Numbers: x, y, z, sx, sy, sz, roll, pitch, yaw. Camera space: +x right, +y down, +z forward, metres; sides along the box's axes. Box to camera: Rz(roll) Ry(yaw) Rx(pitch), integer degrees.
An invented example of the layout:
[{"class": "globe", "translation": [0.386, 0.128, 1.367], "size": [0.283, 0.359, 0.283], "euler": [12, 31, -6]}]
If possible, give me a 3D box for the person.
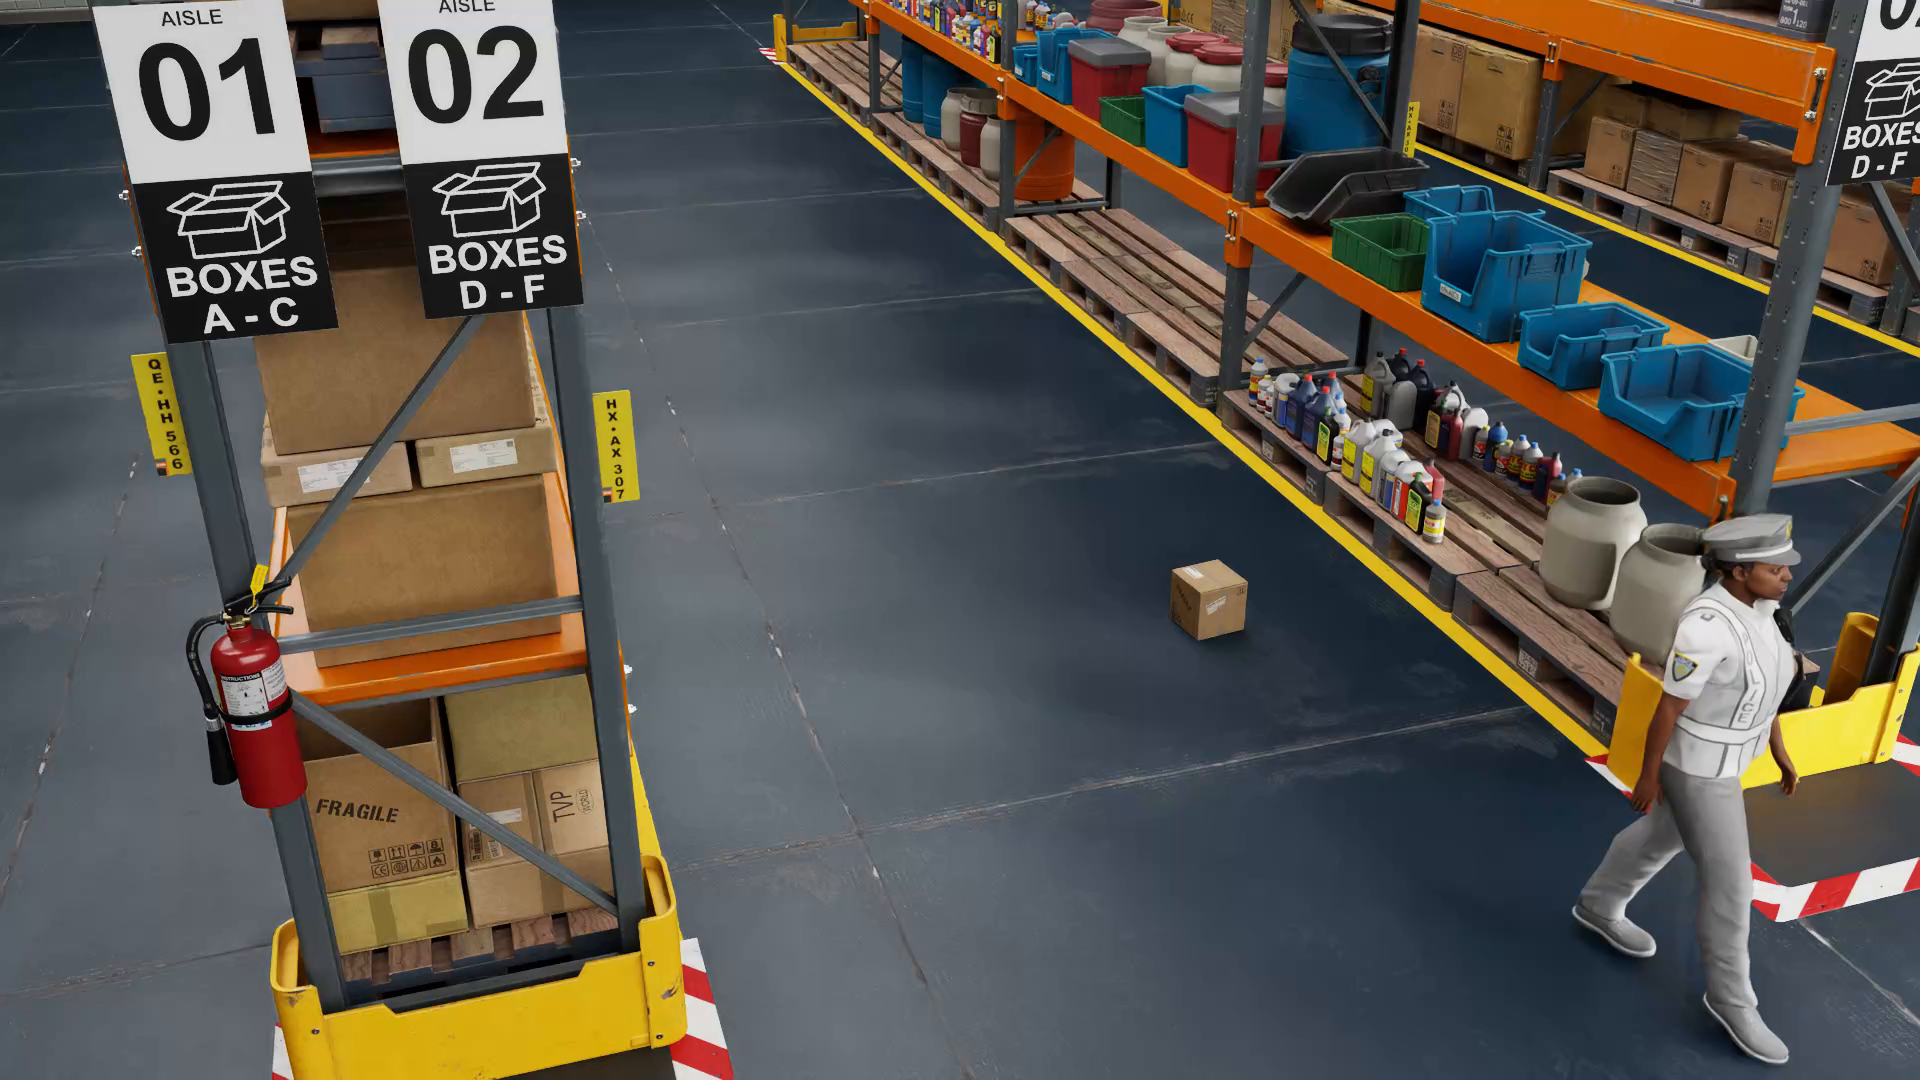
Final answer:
[{"class": "person", "translation": [2.404, 0.700, 5.157], "size": [0.793, 1.686, 0.462], "euler": [23, 35, 38]}]
